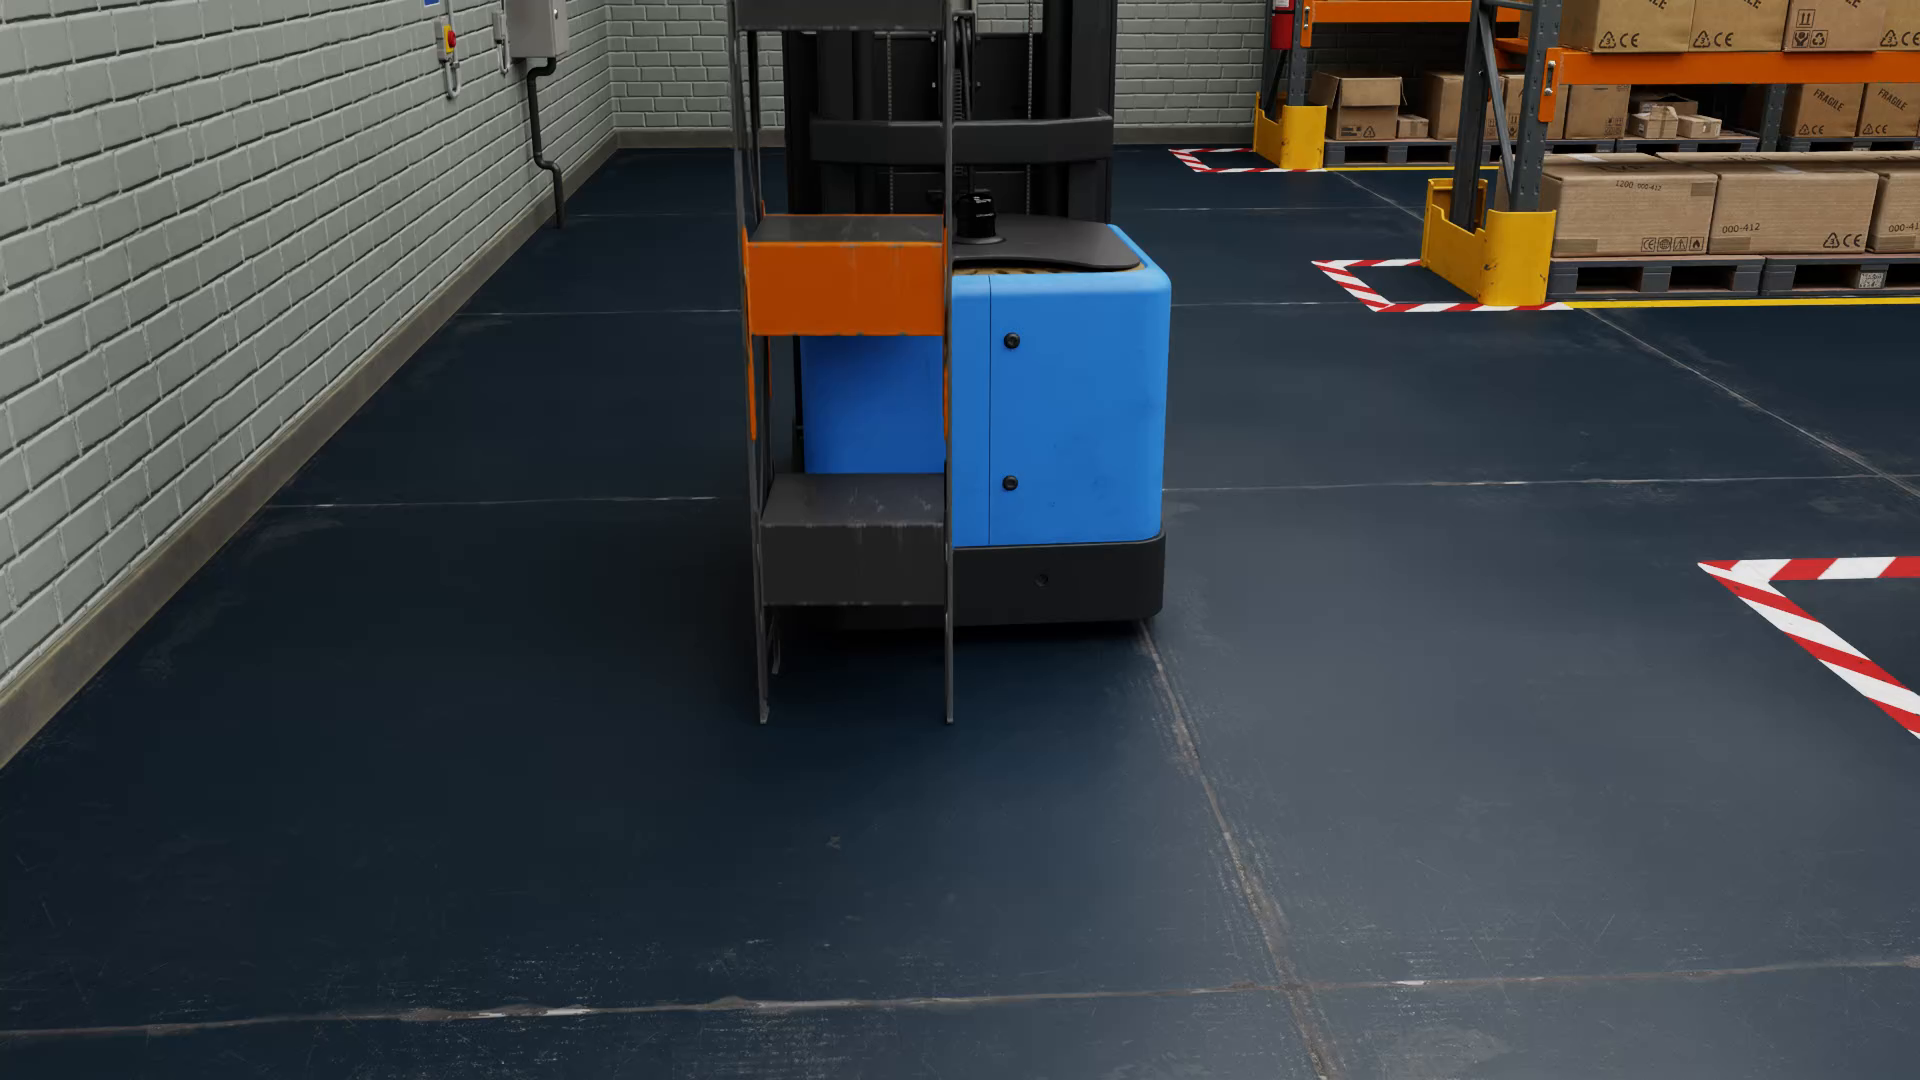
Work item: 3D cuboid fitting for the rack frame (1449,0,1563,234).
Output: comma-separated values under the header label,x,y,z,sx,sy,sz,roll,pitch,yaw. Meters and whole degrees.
label,x,y,z,sx,sy,sz,roll,pitch,yaw
rack frame,2.975,-2.862,8.923,0.127,3.000,1.000,-1,21,-3

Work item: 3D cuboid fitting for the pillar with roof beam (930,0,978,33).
label,x,y,z,sx,sy,sz,roll,pitch,yaw
pillar with roof beam,0.191,-6.165,9.167,0.400,9.000,9.100,-1,21,-3

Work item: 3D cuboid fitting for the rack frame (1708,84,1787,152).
label,x,y,z,sx,sy,sz,roll,pitch,yaw
rack frame,6.682,-4.706,13.767,0.127,3.000,1.000,-1,21,-3

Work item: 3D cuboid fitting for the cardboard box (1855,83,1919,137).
label,x,y,z,sx,sy,sz,roll,pitch,yaw
cardboard box,7.708,-3.679,13.991,0.500,0.500,0.500,-1,21,-4

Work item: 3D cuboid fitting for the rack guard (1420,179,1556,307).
label,x,y,z,sx,sy,sz,roll,pitch,yaw
rack guard,2.951,-1.693,9.366,0.348,0.500,1.175,-1,21,-3

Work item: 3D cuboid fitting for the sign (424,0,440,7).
label,x,y,z,sx,sy,sz,roll,pitch,yaw
sign,-2.711,-2.847,8.504,0.001,0.218,0.327,-1,21,-3

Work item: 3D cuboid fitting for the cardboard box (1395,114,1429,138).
label,x,y,z,sx,sy,sz,roll,pitch,yaw
cardboard box,3.731,-3.463,13.917,0.250,0.149,0.380,-2,21,-5

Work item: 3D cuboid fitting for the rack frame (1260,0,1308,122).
label,x,y,z,sx,sy,sz,roll,pitch,yaw
rack frame,2.688,-4.625,13.554,0.127,3.000,1.000,-1,21,-3

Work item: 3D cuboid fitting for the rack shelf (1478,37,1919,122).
label,x,y,z,sx,sy,sz,roll,pitch,yaw
rack shelf,4.972,-2.566,9.157,4.000,0.370,1.077,-1,21,-3

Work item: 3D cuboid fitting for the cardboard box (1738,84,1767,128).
label,x,y,z,sx,sy,sz,roll,pitch,yaw
cardboard box,7.155,-3.850,14.439,0.500,0.500,0.500,-1,21,-3

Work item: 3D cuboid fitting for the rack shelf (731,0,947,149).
label,x,y,z,sx,sy,sz,roll,pitch,yaw
rack shelf,-0.272,-1.213,3.925,0.480,0.518,0.431,0,21,0

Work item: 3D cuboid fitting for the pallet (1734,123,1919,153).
label,x,y,z,sx,sy,sz,roll,pitch,yaw
pallet,7.492,-3.433,14.342,1.213,0.211,1.003,-1,21,-3

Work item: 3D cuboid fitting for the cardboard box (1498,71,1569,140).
label,x,y,z,sx,sy,sz,roll,pitch,yaw
cardboard box,4.693,-3.611,13.812,0.500,0.500,0.500,-1,21,-2

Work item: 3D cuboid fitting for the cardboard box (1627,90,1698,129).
label,x,y,z,sx,sy,sz,roll,pitch,yaw
cardboard box,6.009,-3.717,14.356,0.500,0.311,0.500,0,21,-1

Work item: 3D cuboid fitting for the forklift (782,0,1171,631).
label,x,y,z,sx,sy,sz,roll,pitch,yaw
forklift,-0.059,-1.593,5.685,1.130,2.935,3.031,-2,21,-5

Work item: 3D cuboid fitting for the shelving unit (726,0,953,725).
label,x,y,z,sx,sy,sz,roll,pitch,yaw
shelving unit,-0.272,-0.571,4.166,0.503,2.100,0.431,0,21,0

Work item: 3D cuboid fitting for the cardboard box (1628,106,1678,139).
label,x,y,z,sx,sy,sz,roll,pitch,yaw
cardboard box,5.786,-3.502,13.856,0.258,0.266,0.396,0,21,-1

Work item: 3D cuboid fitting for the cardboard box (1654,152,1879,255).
label,x,y,z,sx,sy,sz,roll,pitch,yaw
cardboard box,4.542,-1.931,9.489,0.875,0.438,0.875,-1,21,-2

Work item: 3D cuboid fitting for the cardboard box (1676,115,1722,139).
label,x,y,z,sx,sy,sz,roll,pitch,yaw
cardboard box,6.142,-3.455,13.896,0.250,0.149,0.380,-2,21,-5

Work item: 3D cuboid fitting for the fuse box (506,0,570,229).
label,x,y,z,sx,sy,sz,roll,pitch,yaw
fuse box,-2.627,-2.886,10.797,0.414,1.711,0.539,-1,21,-3

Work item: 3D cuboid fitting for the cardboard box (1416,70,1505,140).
label,x,y,z,sx,sy,sz,roll,pitch,yaw
cardboard box,4.160,-3.636,13.877,0.500,0.500,0.700,0,21,-1

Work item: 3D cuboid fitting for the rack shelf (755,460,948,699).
label,x,y,z,sx,sy,sz,roll,pitch,yaw
rack shelf,-0.272,0.098,4.416,0.480,0.518,0.431,0,21,0

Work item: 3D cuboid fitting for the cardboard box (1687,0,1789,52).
label,x,y,z,sx,sy,sz,roll,pitch,yaw
cardboard box,3.974,-2.837,8.715,0.500,0.500,0.500,-1,21,-4

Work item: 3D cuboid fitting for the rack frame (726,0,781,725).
label,x,y,z,sx,sy,sz,roll,pitch,yaw
rack frame,-0.516,-0.570,4.164,0.015,2.100,0.400,0,21,0

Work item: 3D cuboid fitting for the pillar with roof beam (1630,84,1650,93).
label,x,y,z,sx,sy,sz,roll,pitch,yaw
pillar with roof beam,6.181,-6.287,9.487,0.400,9.000,9.100,-1,21,-3

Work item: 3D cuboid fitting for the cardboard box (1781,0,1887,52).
label,x,y,z,sx,sy,sz,roll,pitch,yaw
cardboard box,4.483,-2.841,8.726,0.500,0.500,0.500,-1,21,-3

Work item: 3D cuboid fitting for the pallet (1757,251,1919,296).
label,x,y,z,sx,sy,sz,roll,pitch,yaw
pallet,4.984,-1.627,9.597,1.213,0.211,1.003,-1,21,-3

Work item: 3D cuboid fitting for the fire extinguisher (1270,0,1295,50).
label,x,y,z,sx,sy,sz,roll,pitch,yaw
fire extinguisher,2.568,-4.248,13.195,0.183,0.674,0.296,-1,21,-3

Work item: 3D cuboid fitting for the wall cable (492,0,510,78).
label,x,y,z,sx,sy,sz,roll,pitch,yaw
wall cable,-2.746,-3.718,9.742,0.122,1.984,0.588,-1,21,-3

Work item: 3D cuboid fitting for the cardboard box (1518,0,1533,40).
label,x,y,z,sx,sy,sz,roll,pitch,yaw
cardboard box,3.442,-3.013,9.177,0.500,0.500,0.500,-1,21,-3

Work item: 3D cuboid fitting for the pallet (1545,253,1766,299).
label,x,y,z,sx,sy,sz,roll,pitch,yaw
pallet,3.769,-1.603,9.534,1.213,0.211,1.003,-1,21,-3

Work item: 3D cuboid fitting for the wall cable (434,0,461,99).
label,x,y,z,sx,sy,sz,roll,pitch,yaw
wall cable,-2.653,-3.229,8.414,0.123,1.953,0.585,-1,21,-3

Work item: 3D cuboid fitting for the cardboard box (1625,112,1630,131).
label,x,y,z,sx,sy,sz,roll,pitch,yaw
cardboard box,5.576,-3.632,14.362,0.250,0.149,0.380,-1,21,-4

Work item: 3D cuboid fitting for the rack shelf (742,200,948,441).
label,x,y,z,sx,sy,sz,roll,pitch,yaw
rack shelf,-0.272,-0.558,4.170,0.480,0.518,0.431,0,21,0

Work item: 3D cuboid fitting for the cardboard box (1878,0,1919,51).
label,x,y,z,sx,sy,sz,roll,pitch,yaw
cardboard box,4.982,-2.857,8.768,0.500,0.500,0.500,0,21,-1

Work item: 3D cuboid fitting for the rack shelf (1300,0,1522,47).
label,x,y,z,sx,sy,sz,roll,pitch,yaw
rack shelf,4.685,-4.330,13.788,4.000,0.370,1.077,-1,21,-3

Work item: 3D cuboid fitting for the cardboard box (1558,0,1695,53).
label,x,y,z,sx,sy,sz,roll,pitch,yaw
cardboard box,3.471,-2.817,8.662,0.500,0.500,0.500,-1,21,-3

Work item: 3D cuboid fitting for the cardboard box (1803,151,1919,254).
label,x,y,z,sx,sy,sz,roll,pitch,yaw
cardboard box,5.442,-1.949,9.535,0.875,0.438,0.875,-2,21,-5

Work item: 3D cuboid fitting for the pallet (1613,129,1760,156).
label,x,y,z,sx,sy,sz,roll,pitch,yaw
pallet,5.996,-3.390,14.227,1.213,0.211,1.003,-1,21,-3

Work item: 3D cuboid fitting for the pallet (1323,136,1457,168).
label,x,y,z,sx,sy,sz,roll,pitch,yaw
pallet,3.560,-3.340,14.097,1.213,0.211,1.003,-1,21,-3

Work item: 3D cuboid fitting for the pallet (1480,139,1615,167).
label,x,y,z,sx,sy,sz,roll,pitch,yaw
pallet,4.775,-3.364,14.160,1.213,0.211,1.003,-1,21,-3

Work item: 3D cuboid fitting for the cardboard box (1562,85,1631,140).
label,x,y,z,sx,sy,sz,roll,pitch,yaw
cardboard box,5.196,-3.657,13.933,0.500,0.500,0.700,-2,21,-5

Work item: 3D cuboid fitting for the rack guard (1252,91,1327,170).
label,x,y,z,sx,sy,sz,roll,pitch,yaw
rack guard,2.764,-3.459,14.002,0.348,0.500,1.175,-1,21,-3

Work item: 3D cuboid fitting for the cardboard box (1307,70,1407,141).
label,x,y,z,sx,sy,sz,roll,pitch,yaw
cardboard box,3.304,-3.634,13.867,0.637,0.503,0.797,-2,21,-5

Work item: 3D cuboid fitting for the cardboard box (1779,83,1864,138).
label,x,y,z,sx,sy,sz,roll,pitch,yaw
cardboard box,7.177,-3.664,13.953,0.500,0.500,0.500,0,21,-1

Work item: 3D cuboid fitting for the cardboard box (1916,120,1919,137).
label,x,y,z,sx,sy,sz,roll,pitch,yaw
cardboard box,8.207,-3.687,14.013,0.500,0.500,0.500,-2,21,-5

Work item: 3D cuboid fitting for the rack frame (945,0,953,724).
label,x,y,z,sx,sy,sz,roll,pitch,yaw
rack frame,-0.028,-0.571,4.167,0.015,2.100,0.400,0,21,0

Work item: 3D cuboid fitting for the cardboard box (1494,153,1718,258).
label,x,y,z,sx,sy,sz,roll,pitch,yaw
cardboard box,3.628,-1.910,9.432,0.875,0.438,0.875,-2,21,-5
